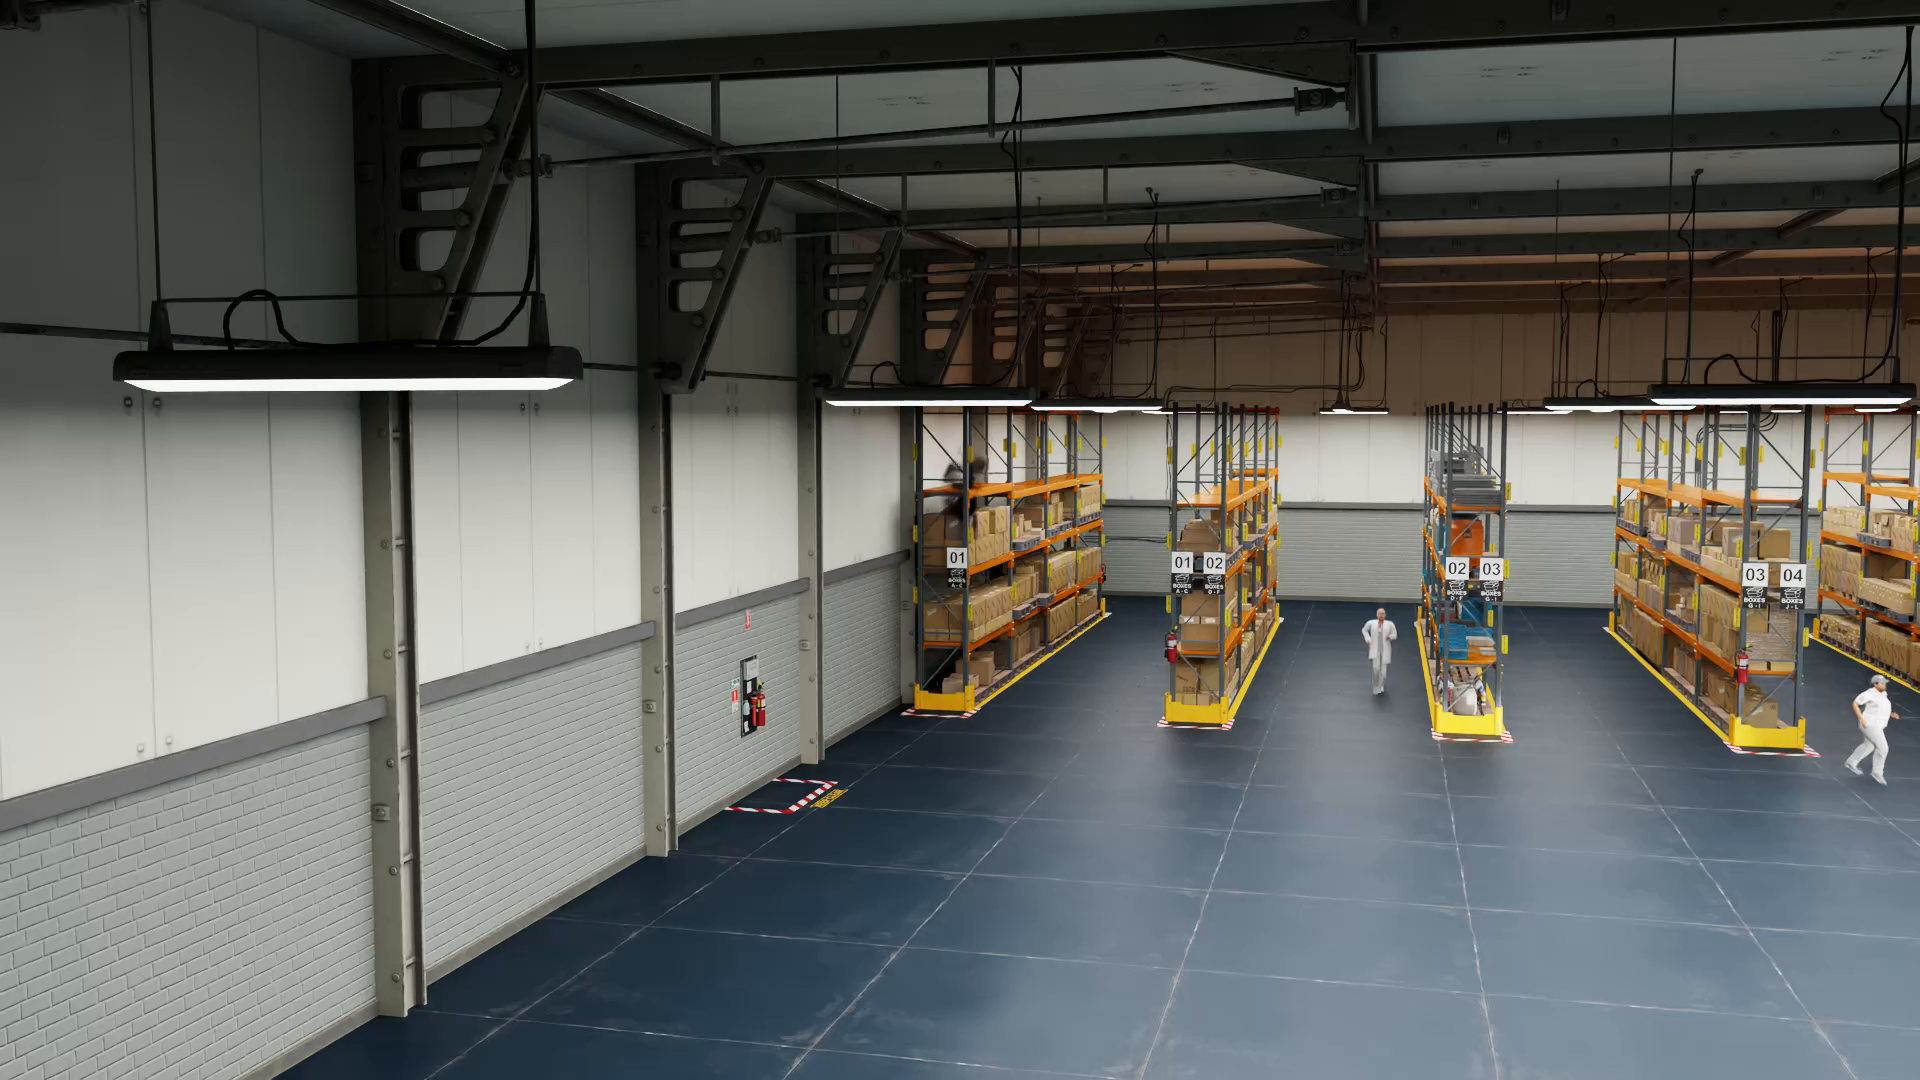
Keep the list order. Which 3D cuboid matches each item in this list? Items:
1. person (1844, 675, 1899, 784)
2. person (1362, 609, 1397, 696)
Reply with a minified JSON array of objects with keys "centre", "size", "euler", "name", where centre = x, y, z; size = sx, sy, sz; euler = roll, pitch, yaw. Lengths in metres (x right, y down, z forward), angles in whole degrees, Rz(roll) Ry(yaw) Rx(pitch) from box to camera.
[{"centre":[14.393,2.970,26.257],"size":[0.586,1.730,0.782],"euler":[-3,5,-37],"name":"person"},{"centre":[8.654,2.325,34.299],"size":[0.698,1.800,0.747],"euler":[1,4,12],"name":"person"}]
